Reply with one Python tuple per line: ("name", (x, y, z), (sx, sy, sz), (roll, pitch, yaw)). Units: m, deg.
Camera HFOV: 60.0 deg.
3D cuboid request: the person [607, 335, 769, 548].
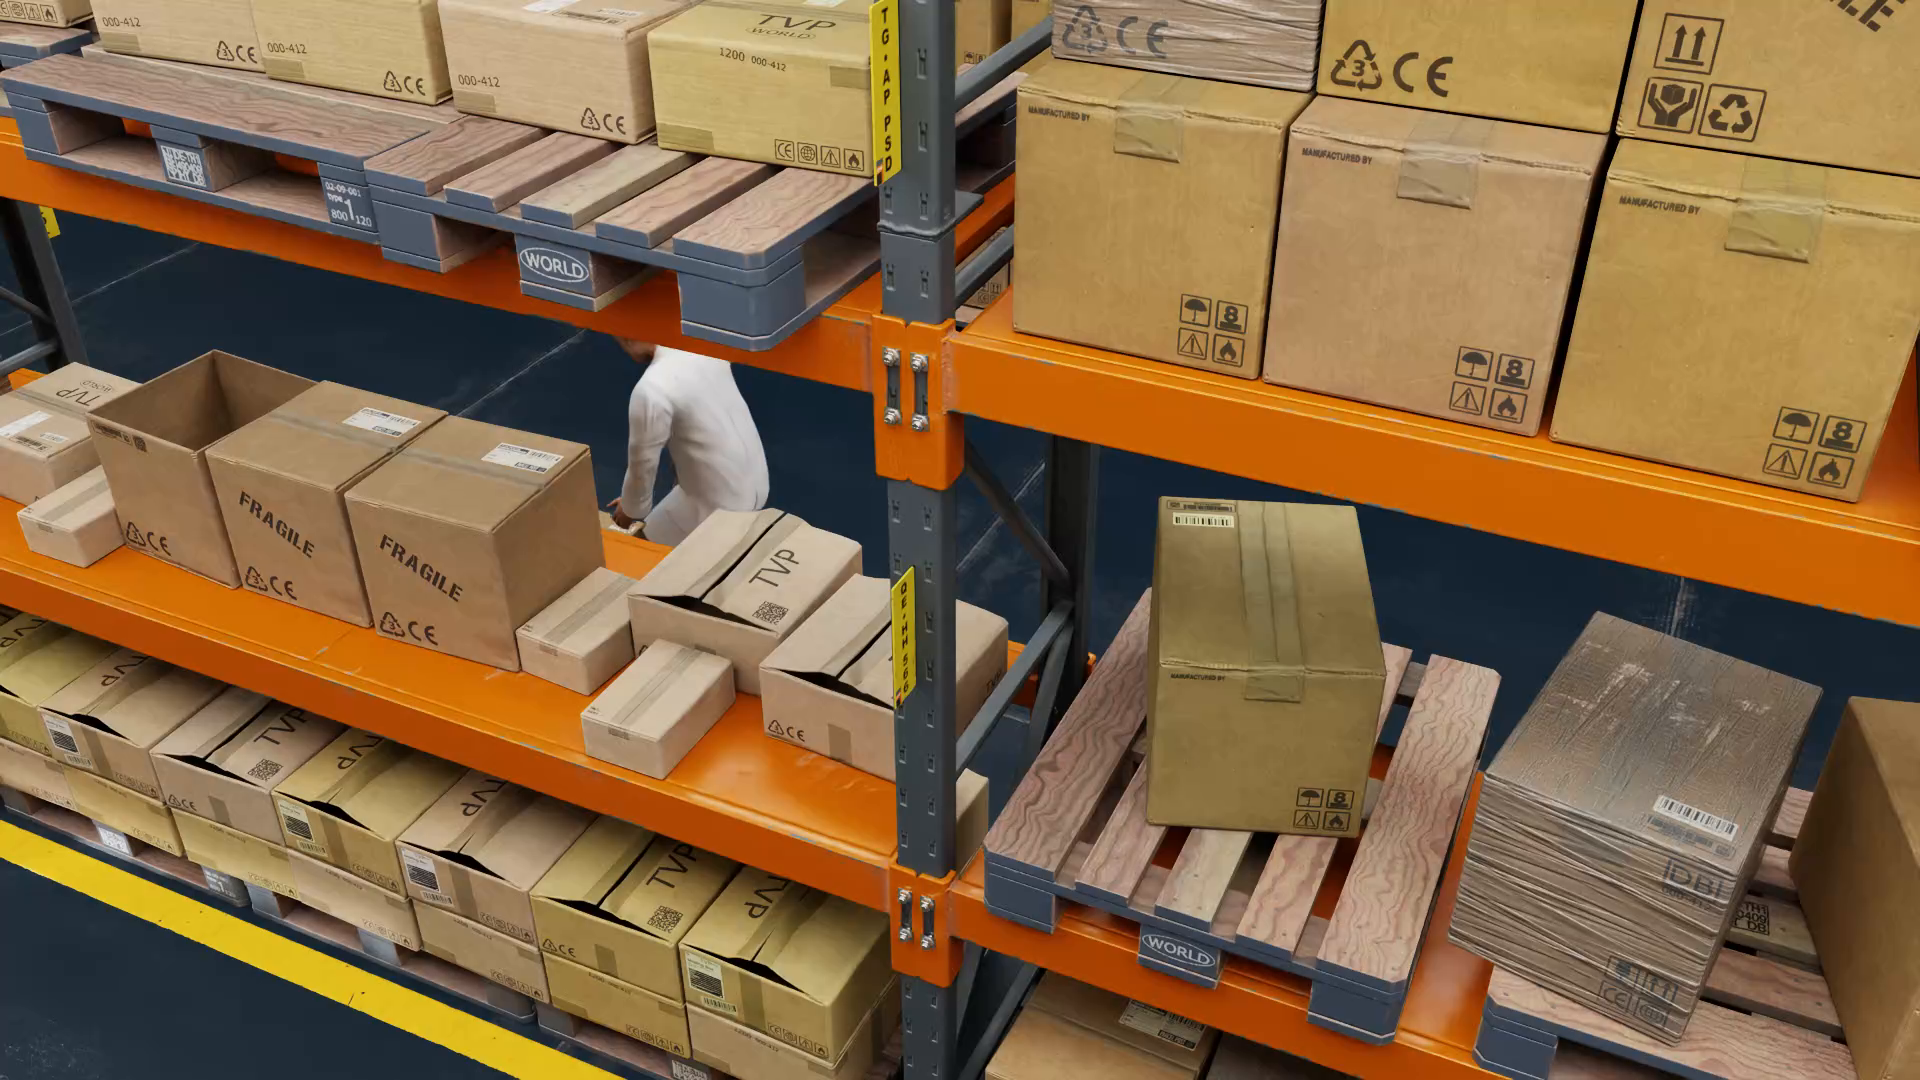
("person", (-1.059, -0.204, 6.625), (0.564, 1.612, 0.607), (15, 36, 21))
